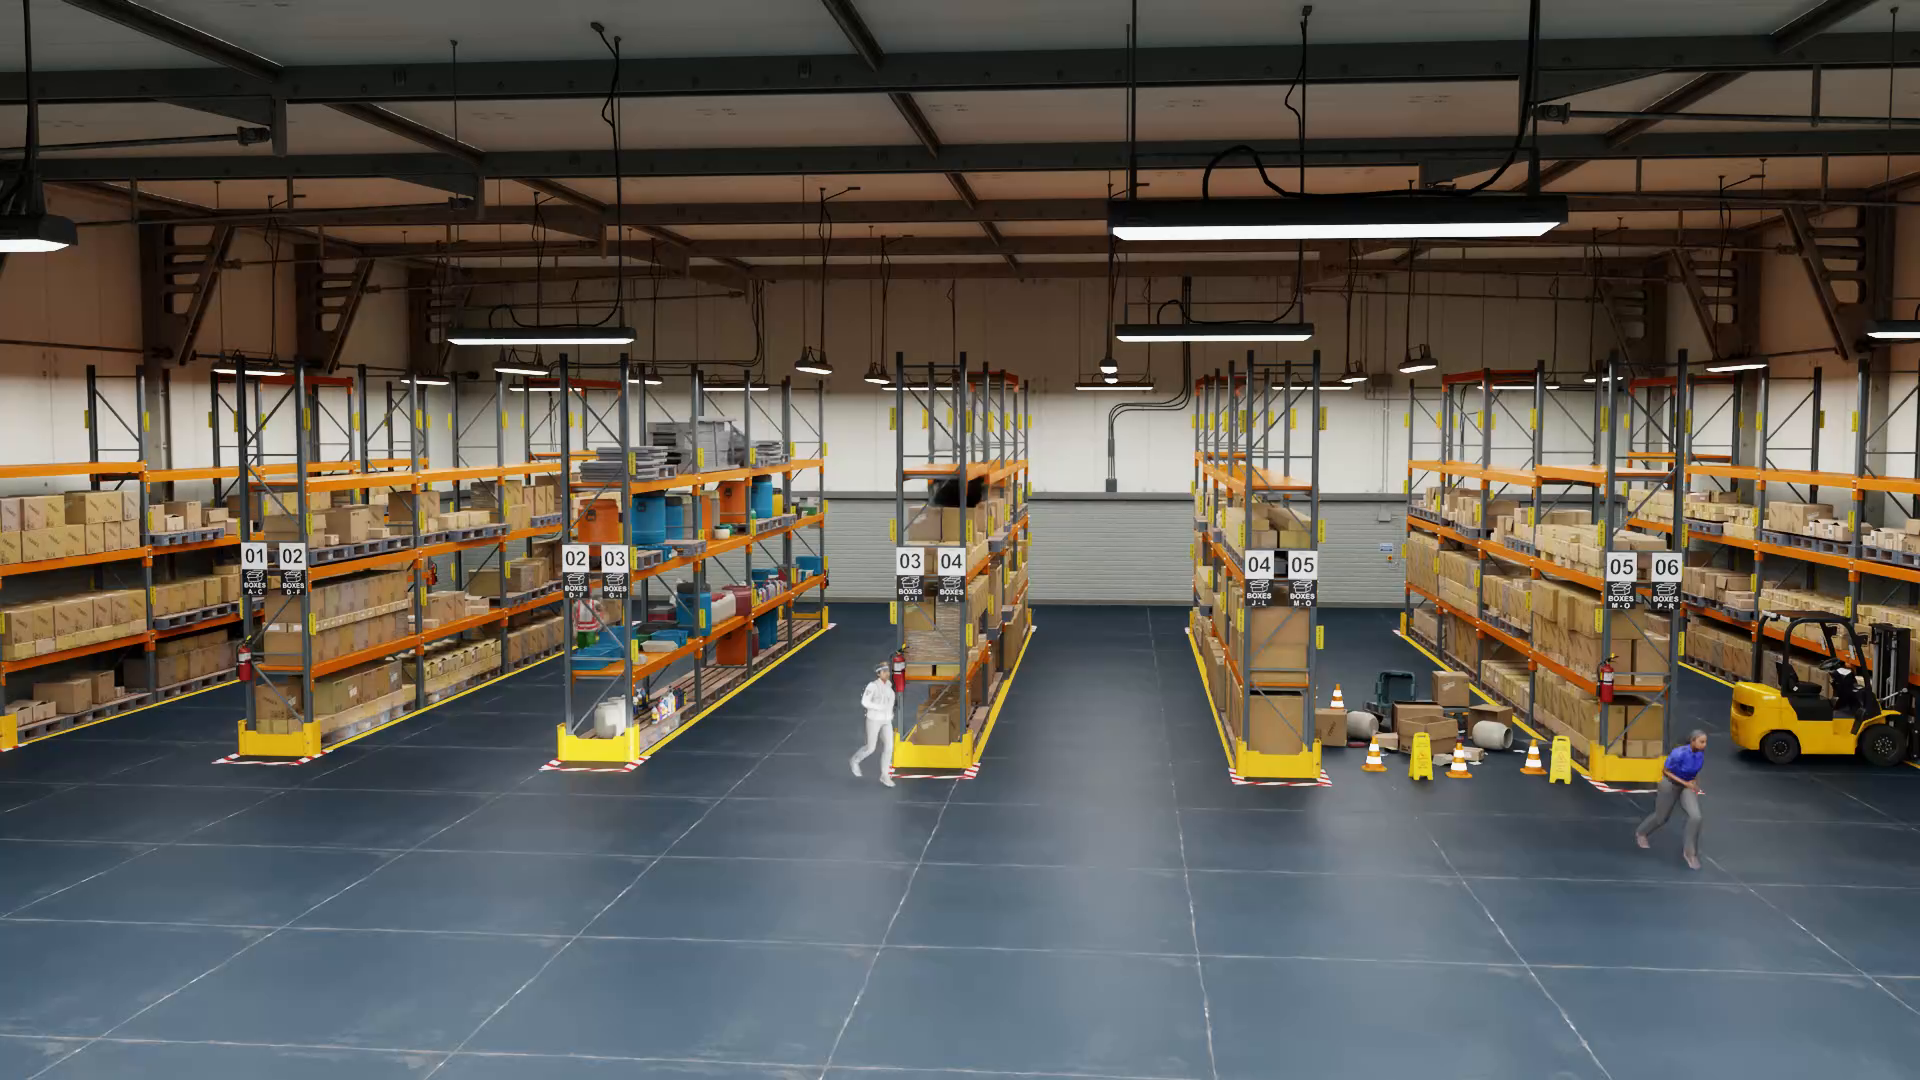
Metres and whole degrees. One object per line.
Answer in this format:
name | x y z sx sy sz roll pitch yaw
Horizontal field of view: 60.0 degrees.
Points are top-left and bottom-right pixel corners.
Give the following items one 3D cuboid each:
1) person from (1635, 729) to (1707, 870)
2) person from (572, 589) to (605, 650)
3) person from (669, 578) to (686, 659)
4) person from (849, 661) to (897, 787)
person | 8.137 2.894 19.010 0.617 1.616 0.967 -2 4 -24
person | -7.341 1.805 32.744 0.662 1.802 0.916 0 4 -5
person | -5.928 1.659 35.423 0.524 1.741 0.767 1 4 13
person | -1.134 2.524 23.115 0.625 1.701 0.845 -4 5 -42
